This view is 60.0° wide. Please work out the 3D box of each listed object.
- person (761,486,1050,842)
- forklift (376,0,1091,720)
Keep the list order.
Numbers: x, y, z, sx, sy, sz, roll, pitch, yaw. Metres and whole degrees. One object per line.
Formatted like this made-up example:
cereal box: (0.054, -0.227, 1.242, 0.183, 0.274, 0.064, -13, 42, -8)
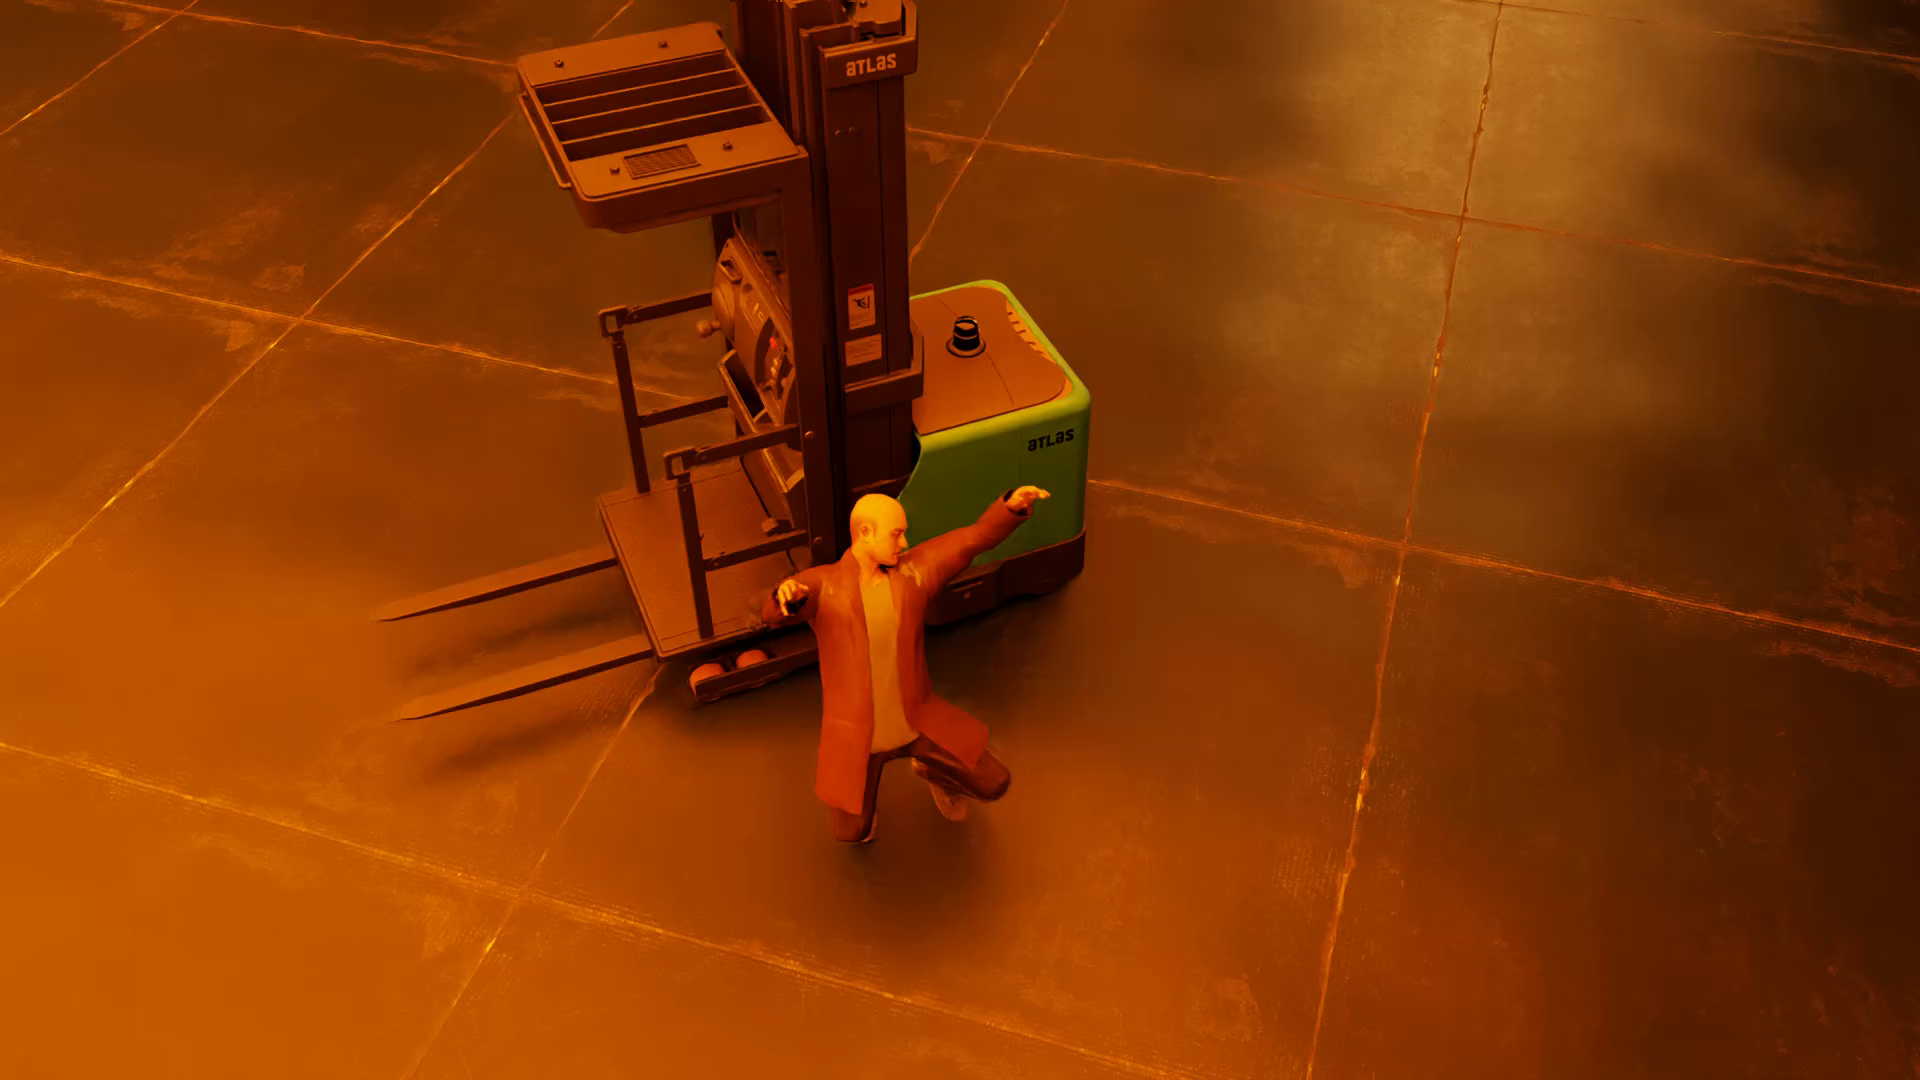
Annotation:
person: (-0.194, 0.506, 6.087, 1.011, 1.693, 0.756, -13, 44, -14)
forklift: (-1.001, -0.796, 6.545, 3.031, 2.935, 1.130, -16, 45, -17)
